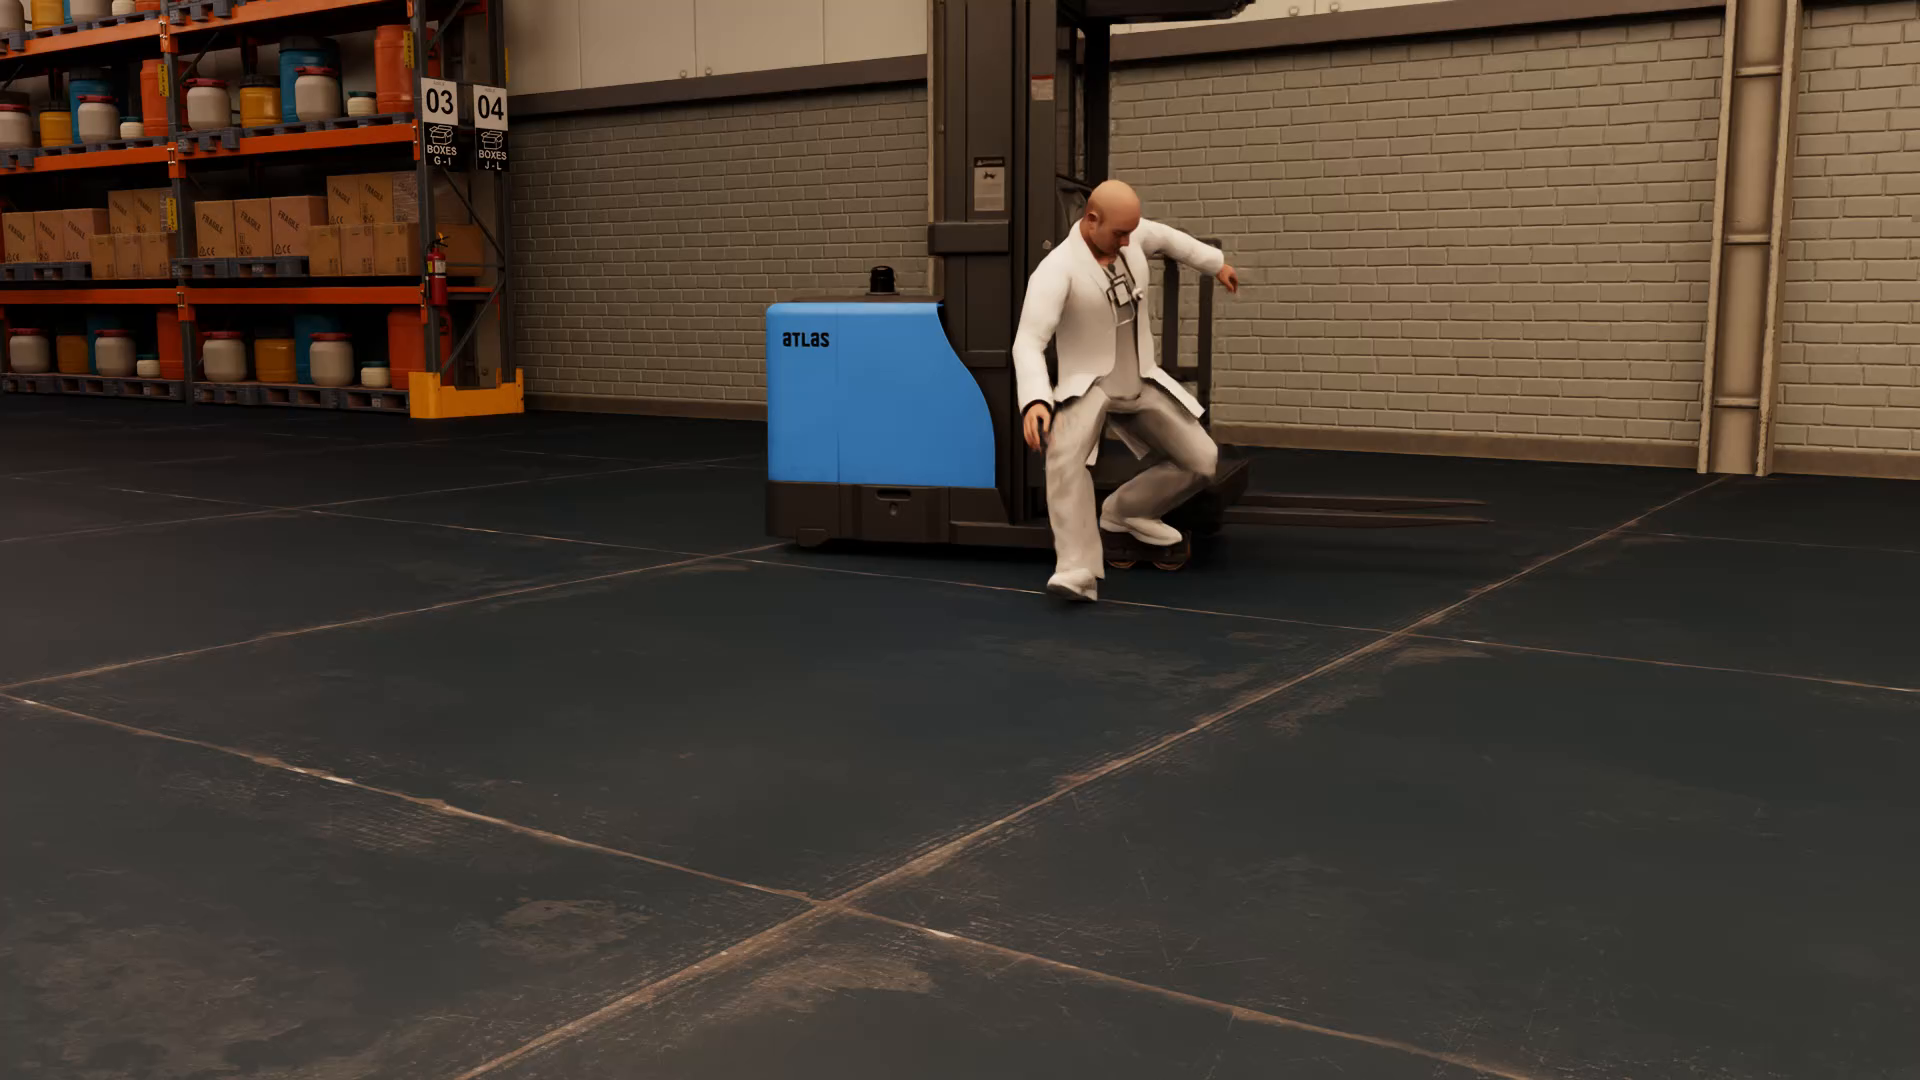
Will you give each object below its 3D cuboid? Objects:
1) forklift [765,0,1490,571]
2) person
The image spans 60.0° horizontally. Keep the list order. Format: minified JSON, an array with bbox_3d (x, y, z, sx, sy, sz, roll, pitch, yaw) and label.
[{"bbox_3d":[0.723,-1.410,7.106,3.031,2.935,1.130,2,8,16],"label":"forklift"},{"bbox_3d":[0.643,-0.568,6.287,1.230,1.519,0.788,-5,9,-29],"label":"person"}]
